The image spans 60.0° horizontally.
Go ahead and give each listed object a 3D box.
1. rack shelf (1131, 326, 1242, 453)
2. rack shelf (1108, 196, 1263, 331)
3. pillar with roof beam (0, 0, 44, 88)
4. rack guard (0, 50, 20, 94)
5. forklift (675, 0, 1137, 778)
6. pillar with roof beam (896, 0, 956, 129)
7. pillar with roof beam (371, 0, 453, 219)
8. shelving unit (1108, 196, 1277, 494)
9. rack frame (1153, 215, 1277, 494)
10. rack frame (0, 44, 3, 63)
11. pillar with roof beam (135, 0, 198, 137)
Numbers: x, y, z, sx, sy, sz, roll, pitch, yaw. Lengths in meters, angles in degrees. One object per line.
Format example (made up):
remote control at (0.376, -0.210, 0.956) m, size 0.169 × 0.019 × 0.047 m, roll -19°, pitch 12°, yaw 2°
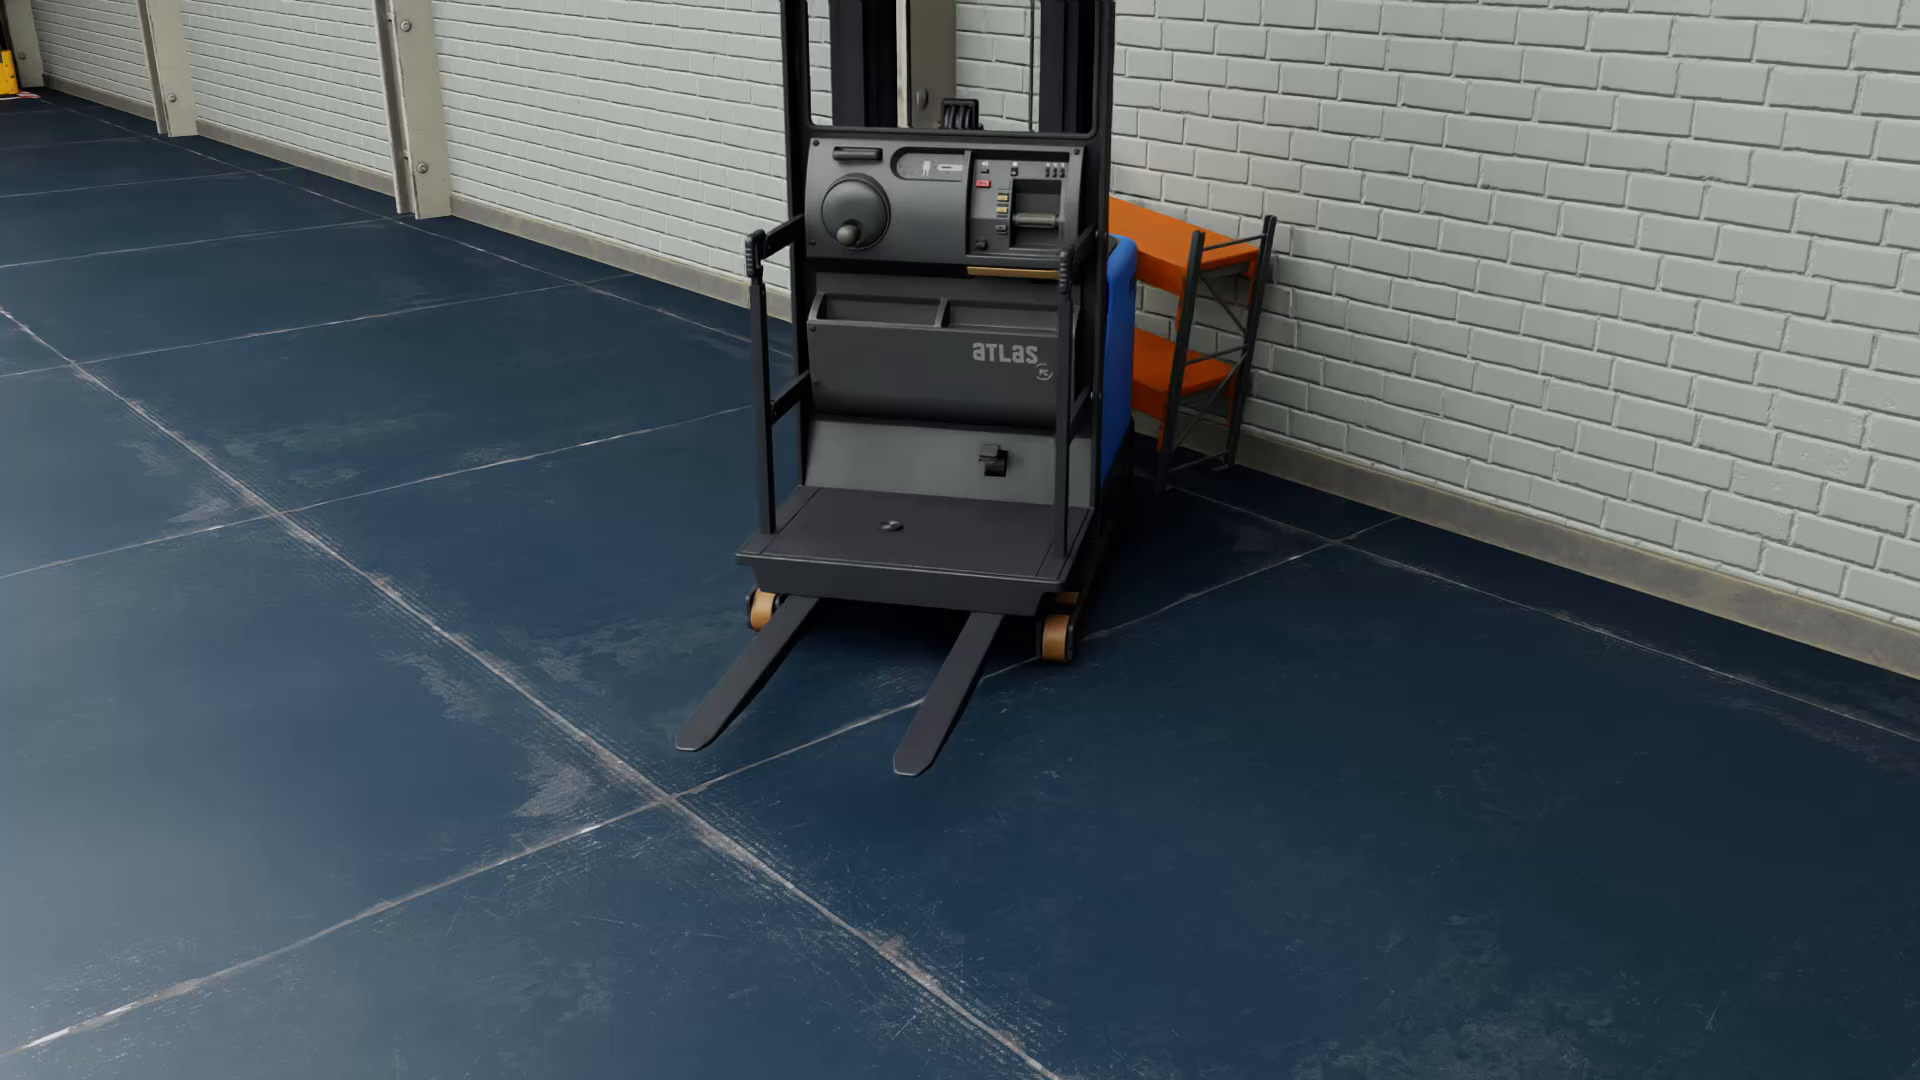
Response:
rack shelf at (0.689, -0.741, 7.316) m, size 0.538 × 0.278 × 1.000 m, roll -19°, pitch 36°, yaw -39°
rack shelf at (0.734, -1.218, 7.072) m, size 0.538 × 0.278 × 1.000 m, roll -19°, pitch 36°, yaw -39°
pillar with roof beam at (-15.269, -9.036, 17.214) m, size 9.100 × 9.000 × 0.400 m, roll -17°, pitch 27°, yaw -37°
rack guard at (-12.220, -5.689, 20.325) m, size 1.175 × 0.500 × 0.348 m, roll -17°, pitch 27°, yaw -37°
forklift at (-0.102, -1.111, 5.301) m, size 1.130 × 2.935 × 3.031 m, roll 5°, pitch 22°, yaw 12°
pillar with roof beam at (-3.519, -4.062, 4.517) m, size 9.100 × 9.000 × 0.400 m, roll -17°, pitch 27°, yaw -37°
pillar with roof beam at (-7.436, -5.720, 8.749) m, size 9.100 × 9.000 × 0.400 m, roll -17°, pitch 27°, yaw -37°
shelving unit at (0.709, -0.958, 7.205) m, size 0.538 × 1.125 × 1.048 m, roll -19°, pitch 36°, yaw -39°
rack frame at (1.053, -0.762, 6.885) m, size 0.500 × 1.125 × 0.032 m, roll -19°, pitch 36°, yaw -39°
rack frame at (-12.236, -6.860, 19.886) m, size 1.000 × 3.000 × 0.127 m, roll -17°, pitch 27°, yaw -37°
pillar with roof beam at (-11.352, -7.378, 12.982) m, size 9.100 × 9.000 × 0.400 m, roll -17°, pitch 27°, yaw -37°
